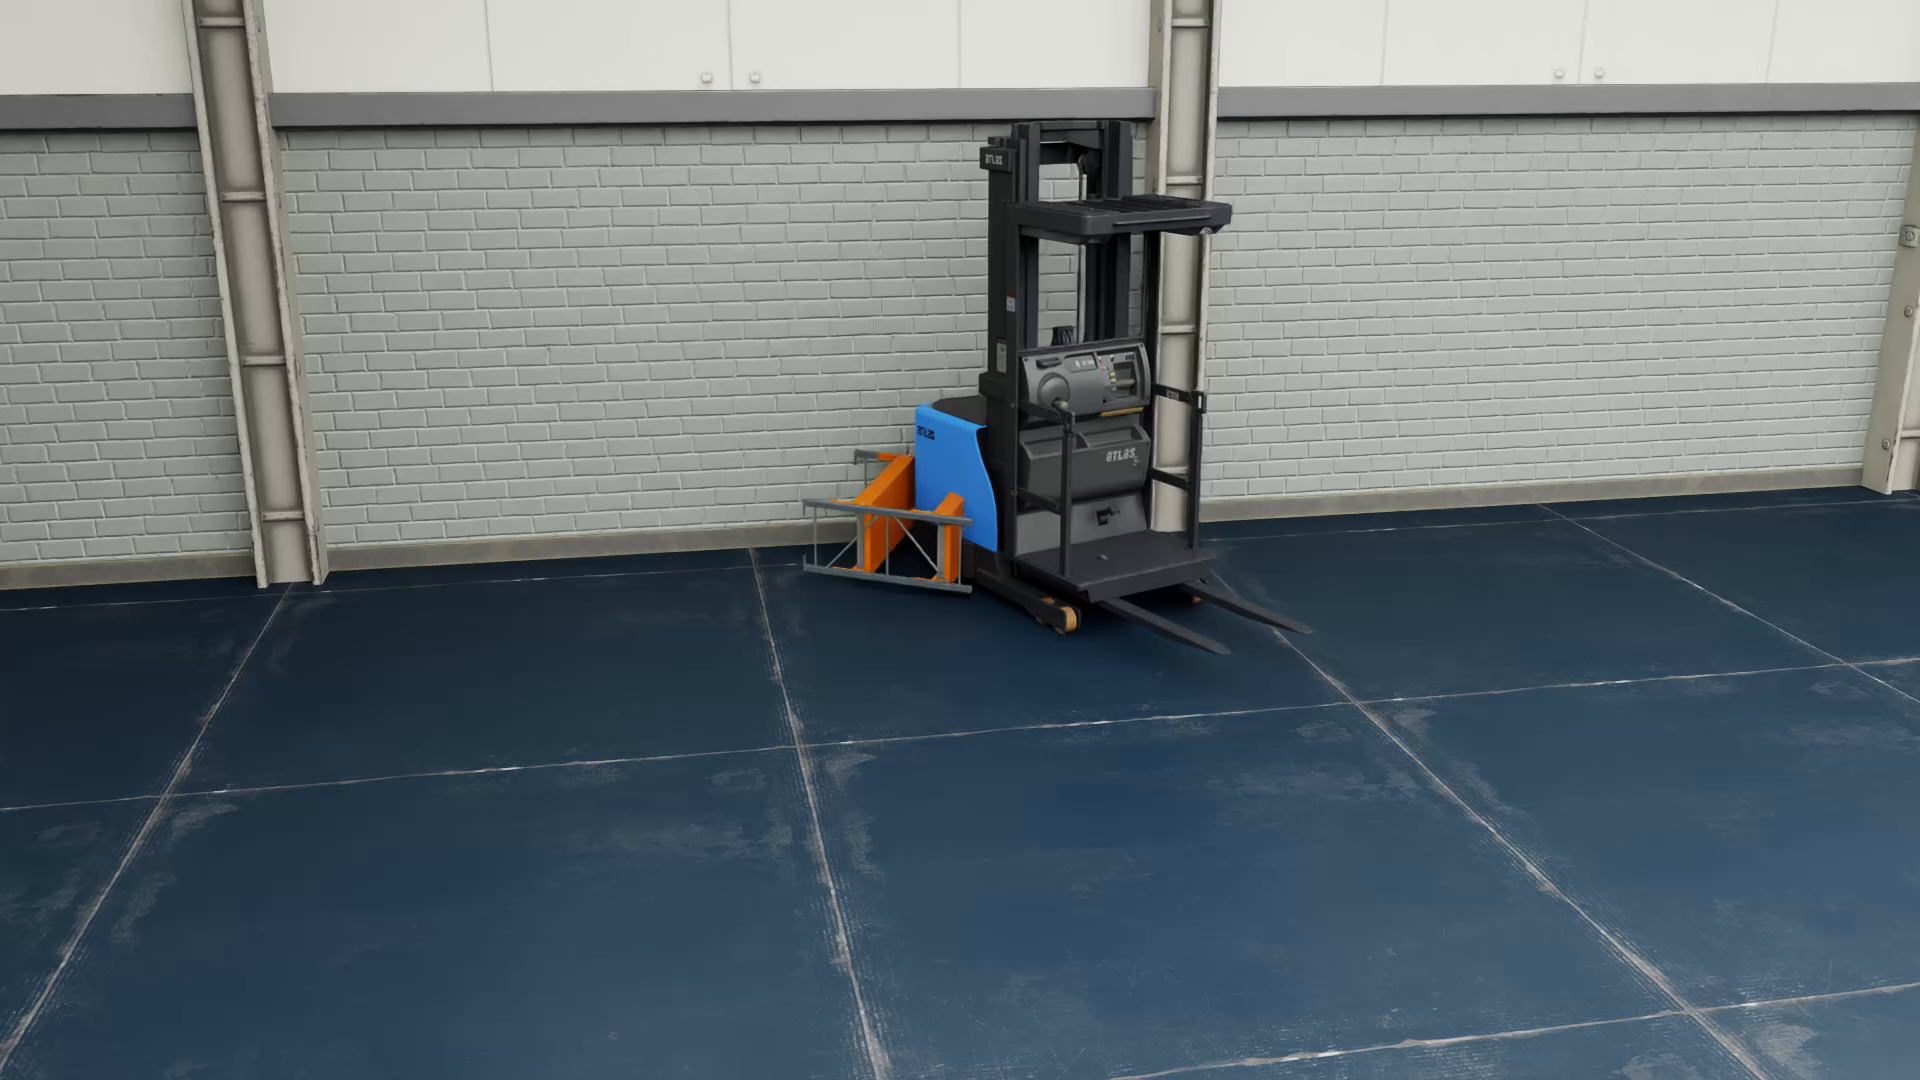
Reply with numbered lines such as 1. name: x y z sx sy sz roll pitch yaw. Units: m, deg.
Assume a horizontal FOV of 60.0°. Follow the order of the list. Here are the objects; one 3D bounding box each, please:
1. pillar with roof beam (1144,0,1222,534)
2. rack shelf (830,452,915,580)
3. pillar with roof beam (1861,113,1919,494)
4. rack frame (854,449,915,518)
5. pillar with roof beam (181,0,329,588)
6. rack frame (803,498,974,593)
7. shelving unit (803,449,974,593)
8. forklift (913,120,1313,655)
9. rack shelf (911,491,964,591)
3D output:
1. pillar with roof beam: 2.312 -3.139 6.706 0.400 9.000 9.100 -3 17 -10
2. rack shelf: -0.565 -0.175 11.114 0.278 0.538 1.000 7 23 14
3. pillar with roof beam: 8.203 -3.473 7.794 0.400 9.000 9.100 -3 17 -10
4. rack frame: -0.192 -0.326 11.510 1.125 0.500 0.032 7 23 14
5. pillar with roof beam: -3.579 -2.805 5.618 0.400 9.000 9.100 -3 17 -10
6. rack frame: -0.466 0.035 10.600 1.125 0.500 0.032 7 23 14
7. shelving unit: -0.329 -0.145 11.055 1.125 0.538 1.048 7 23 14
8. forklift: 0.898 -0.994 10.057 1.130 2.935 3.031 -11 20 -31
9. rack shelf: -0.047 -0.110 10.984 0.278 0.538 1.000 7 23 14
